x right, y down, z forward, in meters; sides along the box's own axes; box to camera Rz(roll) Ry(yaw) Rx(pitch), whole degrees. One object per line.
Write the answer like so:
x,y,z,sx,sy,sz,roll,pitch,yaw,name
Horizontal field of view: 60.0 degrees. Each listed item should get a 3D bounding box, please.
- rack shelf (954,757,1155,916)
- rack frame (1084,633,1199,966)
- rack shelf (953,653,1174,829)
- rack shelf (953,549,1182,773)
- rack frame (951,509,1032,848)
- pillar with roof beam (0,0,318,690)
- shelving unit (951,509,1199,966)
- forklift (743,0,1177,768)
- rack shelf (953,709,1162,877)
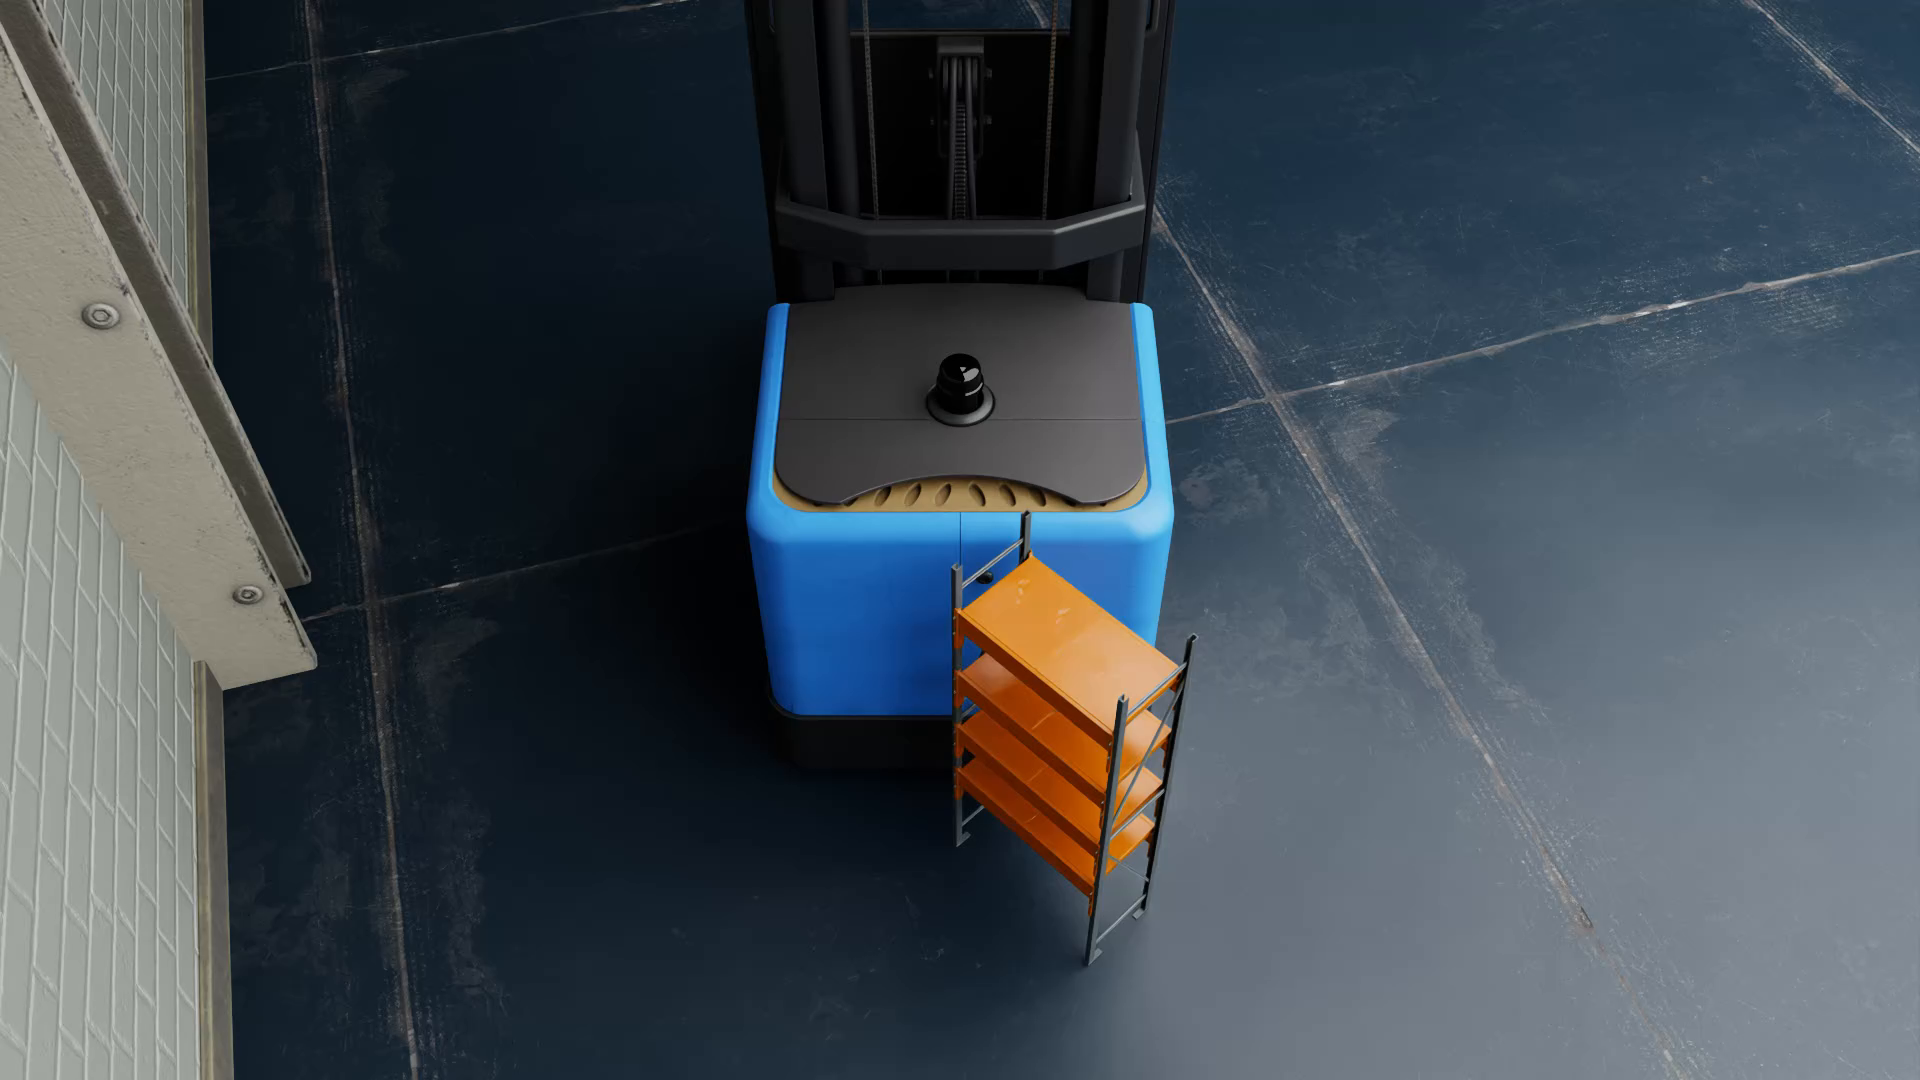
0.242,0.690,4.232,0.258,0.148,0.480,-37,59,-27,rack shelf
0.413,0.651,3.916,0.240,1.200,0.015,-37,59,-27,rack frame
0.242,0.417,3.909,0.258,0.148,0.480,-37,59,-27,rack shelf
0.242,0.265,3.728,0.258,0.148,0.480,-37,59,-27,rack shelf
0.071,0.385,4.140,0.240,1.200,0.015,-37,59,-27,rack frame
2.001,-3.605,2.403,9.100,9.000,0.400,-13,51,-11,pillar with roof beam
0.242,0.518,4.028,0.258,1.200,0.503,-37,59,-27,shelving unit
0.000,-1.423,4.533,1.130,2.935,3.031,0,50,0,forklift
0.242,0.562,4.080,0.258,0.148,0.480,-37,59,-27,rack shelf
